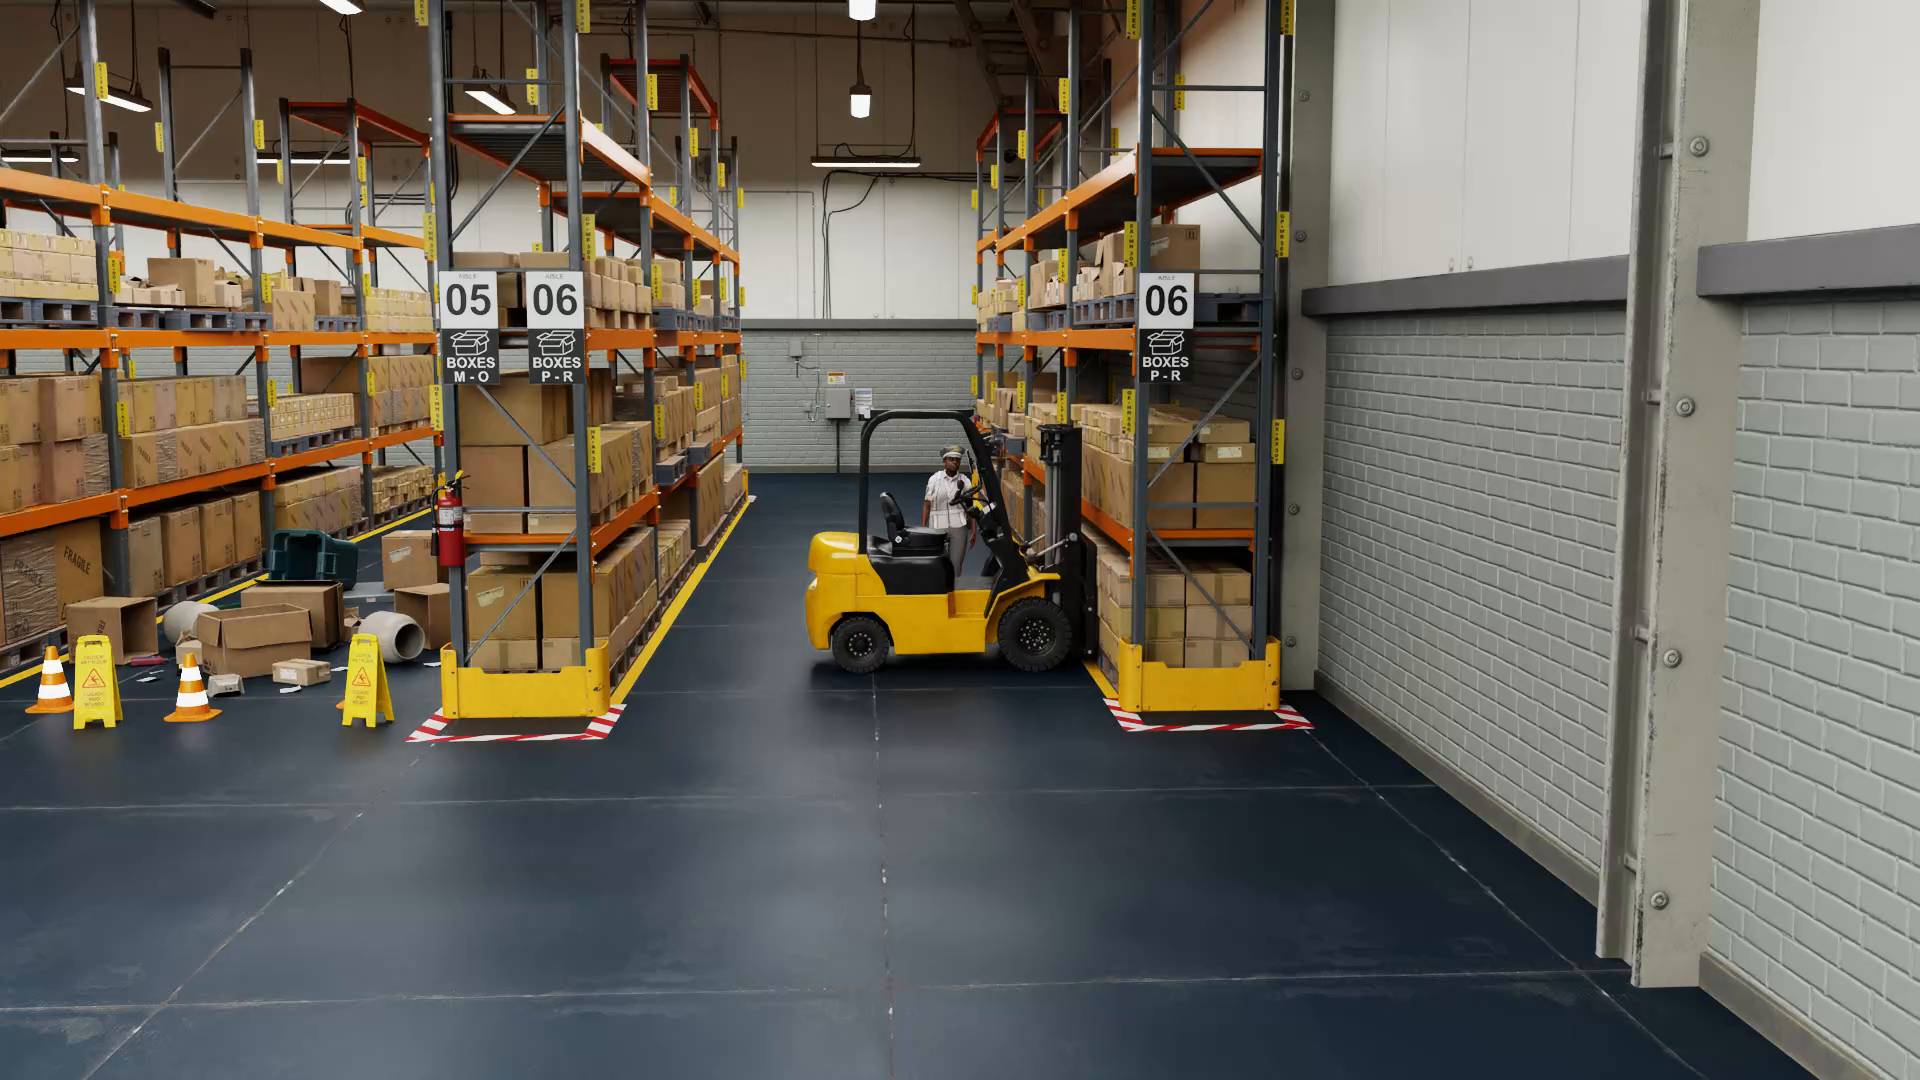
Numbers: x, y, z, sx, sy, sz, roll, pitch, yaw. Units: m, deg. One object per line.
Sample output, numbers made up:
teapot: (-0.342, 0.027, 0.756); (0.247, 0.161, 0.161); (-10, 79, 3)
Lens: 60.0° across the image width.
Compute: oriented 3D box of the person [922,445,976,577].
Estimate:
person: (-0.120, -0.072, 16.126); (0.570, 1.695, 0.529); (0, 7, -4)
